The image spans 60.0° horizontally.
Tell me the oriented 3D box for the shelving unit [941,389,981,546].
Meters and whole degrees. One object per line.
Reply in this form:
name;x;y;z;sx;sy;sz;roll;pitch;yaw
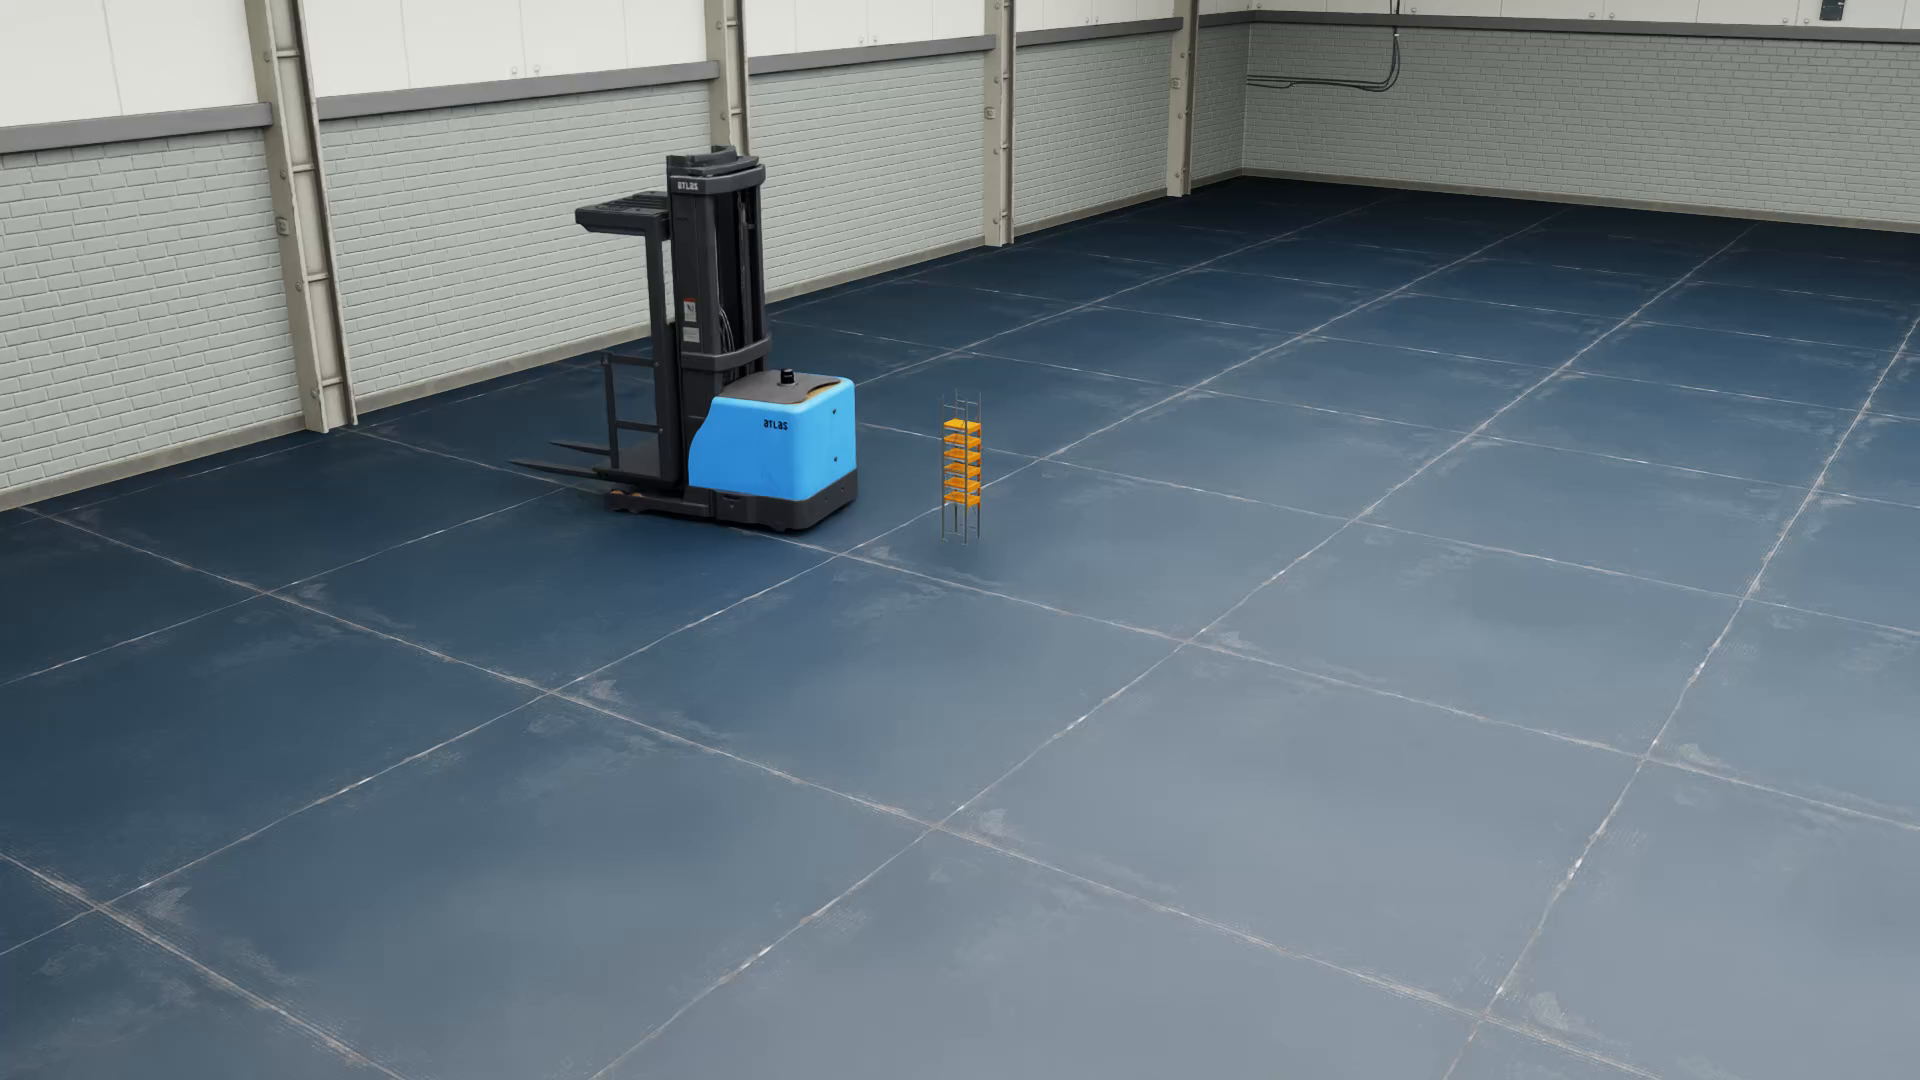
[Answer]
shelving unit;0.008;-0.567;13.068;0.258;1.200;0.189;13;24;32

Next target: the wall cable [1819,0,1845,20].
wall cable;14.557;-10.828;24.664;2.305;6.003;0.169;13;24;32

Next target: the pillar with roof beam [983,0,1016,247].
pillar with roof beam;4.152;-7.940;21.760;9.100;9.000;0.400;13;24;32

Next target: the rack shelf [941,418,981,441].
rack shelf;0.008;-0.863;12.959;0.258;0.103;0.180;13;24;32

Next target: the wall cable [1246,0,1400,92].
wall cable;6.714;-9.632;30.810;3.097;2.526;0.112;13;24;32

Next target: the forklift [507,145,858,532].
forklift;-2.428;-1.755;13.784;3.031;2.935;1.130;8;22;22

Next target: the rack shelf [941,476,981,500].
rack shelf;0.008;-0.413;13.125;0.258;0.103;0.180;13;24;32

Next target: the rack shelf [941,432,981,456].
rack shelf;0.008;-0.750;13.000;0.258;0.103;0.180;13;24;32

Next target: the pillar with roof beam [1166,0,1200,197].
pillar with roof beam;7.525;-9.662;26.414;9.100;9.000;0.400;13;24;32

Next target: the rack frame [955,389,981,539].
rack frame;0.060;-0.593;13.139;0.240;1.200;0.006;13;24;32

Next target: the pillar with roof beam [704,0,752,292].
pillar with roof beam;0.779;-6.219;17.106;9.100;9.000;0.400;13;24;32

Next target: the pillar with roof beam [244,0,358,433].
pillar with roof beam;-2.594;-4.497;12.451;9.100;9.000;0.400;13;24;32

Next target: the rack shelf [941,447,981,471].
rack shelf;0.008;-0.638;13.042;0.258;0.103;0.180;13;24;32

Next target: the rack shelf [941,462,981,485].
rack shelf;0.008;-0.525;13.083;0.258;0.103;0.180;13;24;32

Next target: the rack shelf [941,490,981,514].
rack shelf;0.008;-0.300;13.167;0.258;0.103;0.180;13;24;32

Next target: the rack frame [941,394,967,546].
rack frame;-0.043;-0.541;12.997;0.240;1.200;0.006;13;24;32
